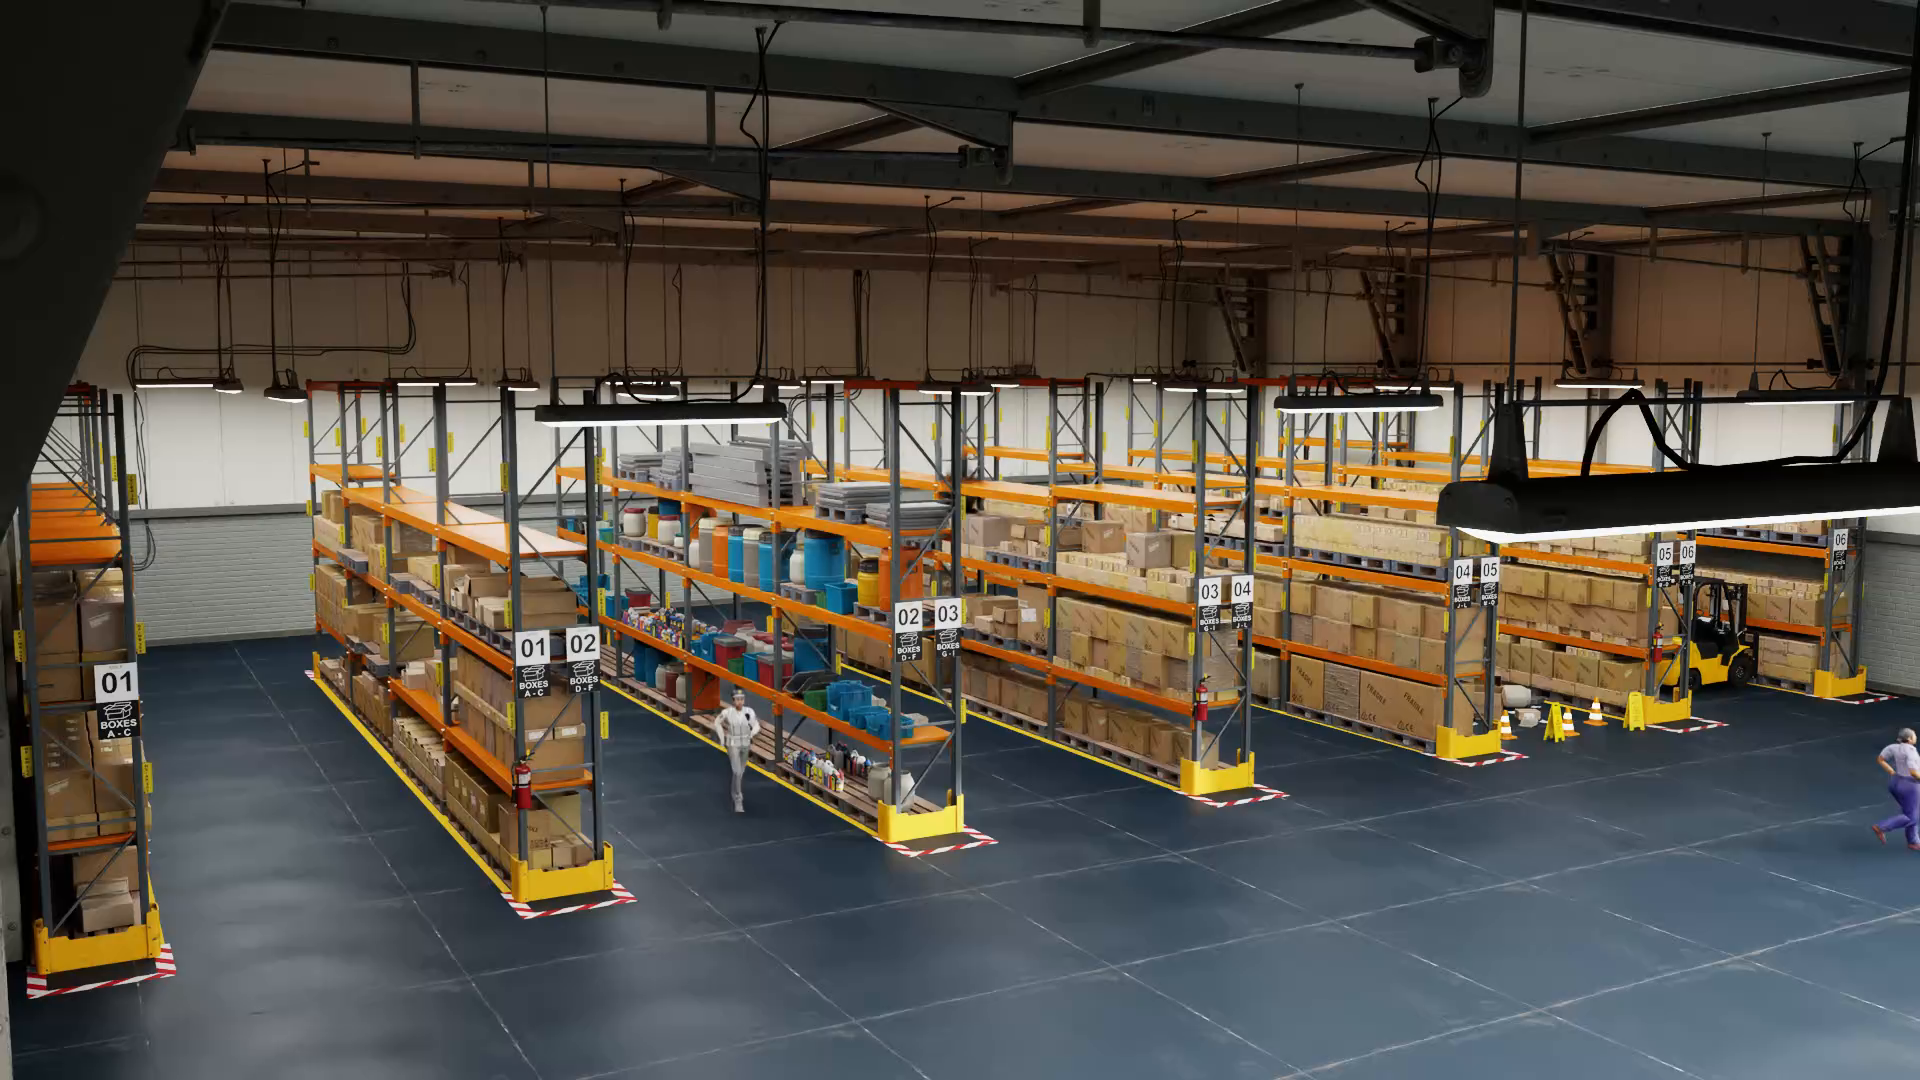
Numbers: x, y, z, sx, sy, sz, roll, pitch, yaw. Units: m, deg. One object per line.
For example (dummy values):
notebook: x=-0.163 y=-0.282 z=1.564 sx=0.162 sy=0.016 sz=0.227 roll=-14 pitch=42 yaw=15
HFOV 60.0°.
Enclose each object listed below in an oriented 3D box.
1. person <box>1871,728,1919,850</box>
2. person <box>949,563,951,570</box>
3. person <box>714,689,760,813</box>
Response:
person: x=12.215 y=3.238 z=21.547 sx=0.849 sy=1.639 sz=0.607 roll=0 pitch=6 yaw=-2
person: x=-0.234 y=1.367 z=38.433 sx=0.693 sy=1.765 sz=0.884 roll=-3 pitch=7 yaw=-28
person: x=-3.161 y=2.971 z=23.772 sx=0.600 sy=1.743 sz=0.767 roll=-3 pitch=7 yaw=-27
